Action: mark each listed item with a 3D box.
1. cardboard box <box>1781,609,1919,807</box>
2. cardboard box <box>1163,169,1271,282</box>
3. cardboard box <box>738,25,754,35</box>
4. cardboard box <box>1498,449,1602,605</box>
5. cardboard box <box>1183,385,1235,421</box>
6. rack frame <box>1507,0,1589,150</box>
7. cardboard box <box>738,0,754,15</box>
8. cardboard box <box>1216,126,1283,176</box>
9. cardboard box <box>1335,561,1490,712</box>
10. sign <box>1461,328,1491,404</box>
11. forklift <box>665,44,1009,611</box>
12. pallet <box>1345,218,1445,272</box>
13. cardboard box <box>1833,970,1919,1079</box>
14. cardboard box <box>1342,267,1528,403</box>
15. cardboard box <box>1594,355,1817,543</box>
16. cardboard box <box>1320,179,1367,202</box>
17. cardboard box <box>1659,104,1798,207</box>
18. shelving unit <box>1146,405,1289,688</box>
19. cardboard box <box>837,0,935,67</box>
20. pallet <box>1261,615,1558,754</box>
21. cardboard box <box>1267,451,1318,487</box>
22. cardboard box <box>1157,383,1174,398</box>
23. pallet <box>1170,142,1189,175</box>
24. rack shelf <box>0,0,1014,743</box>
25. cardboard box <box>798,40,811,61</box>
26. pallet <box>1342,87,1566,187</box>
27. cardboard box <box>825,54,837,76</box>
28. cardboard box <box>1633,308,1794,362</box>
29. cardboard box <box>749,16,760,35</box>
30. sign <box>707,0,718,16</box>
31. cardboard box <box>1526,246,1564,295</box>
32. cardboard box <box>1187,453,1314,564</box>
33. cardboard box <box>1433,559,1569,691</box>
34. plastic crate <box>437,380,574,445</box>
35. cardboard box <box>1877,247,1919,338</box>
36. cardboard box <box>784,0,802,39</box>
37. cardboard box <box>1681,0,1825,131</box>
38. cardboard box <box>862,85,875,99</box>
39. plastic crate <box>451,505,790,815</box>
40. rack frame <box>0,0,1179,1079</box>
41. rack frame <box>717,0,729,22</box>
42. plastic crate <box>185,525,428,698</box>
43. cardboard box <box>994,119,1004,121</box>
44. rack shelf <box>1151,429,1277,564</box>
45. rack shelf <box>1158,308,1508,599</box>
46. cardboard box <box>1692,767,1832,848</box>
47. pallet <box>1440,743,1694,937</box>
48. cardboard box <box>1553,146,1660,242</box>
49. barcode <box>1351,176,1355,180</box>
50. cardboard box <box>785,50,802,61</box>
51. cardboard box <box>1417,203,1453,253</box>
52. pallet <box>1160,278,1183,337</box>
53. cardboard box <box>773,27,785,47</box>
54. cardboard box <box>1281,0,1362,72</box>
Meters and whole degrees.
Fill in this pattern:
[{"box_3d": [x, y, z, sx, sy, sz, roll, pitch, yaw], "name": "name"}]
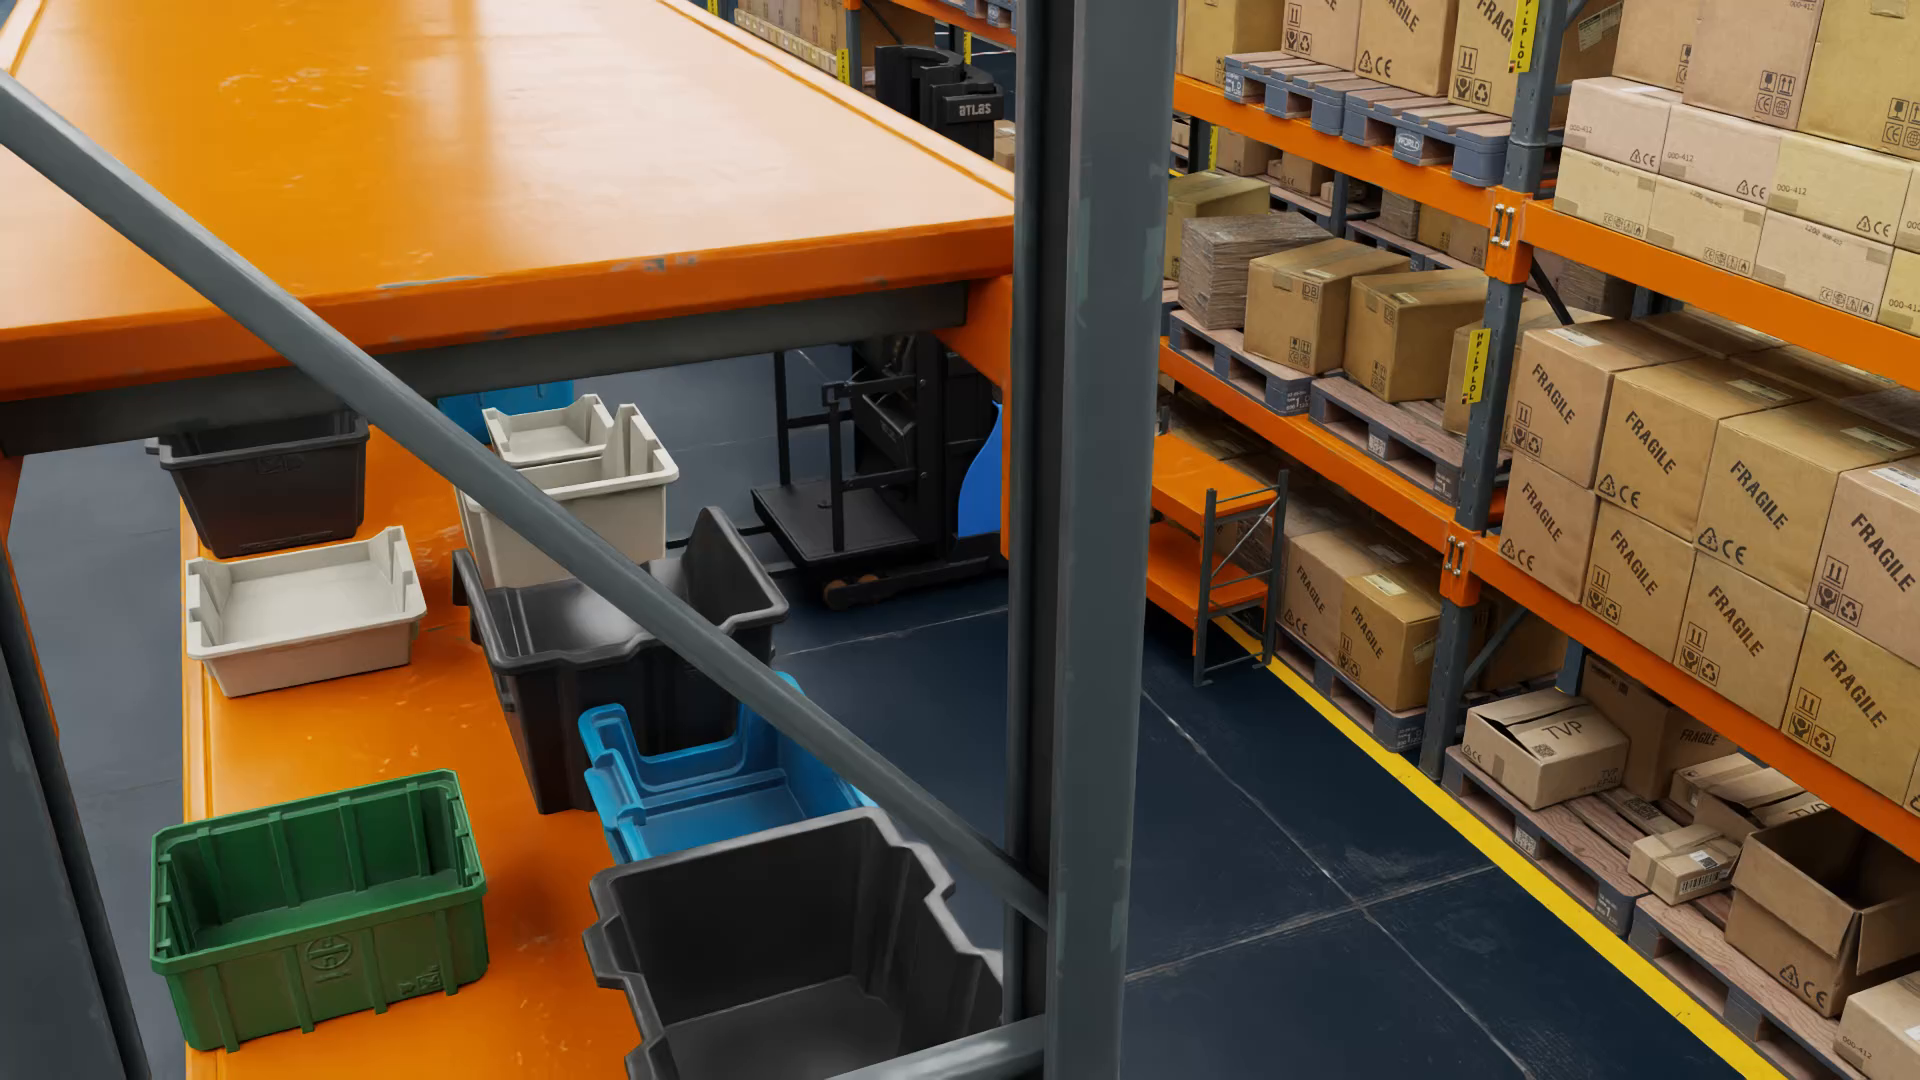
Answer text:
[{"box_3d": [3.230, 0.514, 5.663, 0.500, 0.500, 0.500, -11, 28, -21], "name": "cardboard box"}, {"box_3d": [1.467, -1.920, 10.172, 0.700, 0.500, 0.500, -22, 34, -37], "name": "cardboard box"}, {"box_3d": [-1.845, -5.005, 16.969, 0.700, 0.500, 0.500, -11, 28, -21], "name": "cardboard box"}, {"box_3d": [2.632, -0.099, 6.920, 0.500, 0.500, 0.500, -10, 28, -19], "name": "cardboard box"}, {"box_3d": [1.725, -0.974, 10.318, 0.500, 0.250, 0.500, -9, 28, -19], "name": "cardboard box"}, {"box_3d": [2.683, -3.003, 6.143, 1.000, 3.000, 0.127, -11, 28, -21], "name": "rack frame"}, {"box_3d": [-1.825, -5.567, 16.641, 0.700, 0.500, 0.500, -10, 28, -20], "name": "cardboard box"}, {"box_3d": [3.193, -4.249, 17.880, 0.700, 0.500, 0.500, -12, 29, -24], "name": "cardboard box"}, {"box_3d": [2.226, 0.469, 8.218, 0.500, 0.500, 0.500, -11, 28, -21], "name": "cardboard box"}, {"box_3d": [2.174, -0.730, 7.007, 0.100, 0.325, 0.005, -11, 28, -21], "name": "sign"}, {"box_3d": [-0.627, -1.179, 9.324, 3.031, 2.935, 1.130, -11, 28, -21], "name": "forklift"}, {"box_3d": [4.413, -2.822, 15.789, 1.003, 0.211, 1.213, -11, 28, -21], "name": "pallet"}, {"box_3d": [3.465, 1.780, 5.818, 0.500, 0.250, 0.500, -11, 28, -21], "name": "cardboard box"}, {"box_3d": [2.376, -1.037, 8.362, 0.700, 0.500, 0.500, -6, 27, -12], "name": "cardboard box"}, {"box_3d": [2.811, -0.354, 6.303, 0.500, 0.500, 0.500, -11, 28, -22], "name": "cardboard box"}, {"box_3d": [3.869, -3.524, 16.777, 0.380, 0.166, 0.250, -15, 30, -27], "name": "cardboard box"}, {"box_3d": [2.842, -1.371, 5.822, 0.500, 0.250, 0.500, -11, 28, -21], "name": "cardboard box"}, {"box_3d": [1.187, 0.013, 8.941, 0.538, 1.125, 1.048, -14, 29, -26], "name": "shelving unit"}, {"box_3d": [-0.630, -4.342, 14.132, 0.700, 0.500, 0.500, -10, 28, -20], "name": "cardboard box"}, {"box_3d": [2.330, 0.625, 8.730, 1.003, 0.211, 1.213, -11, 28, -21], "name": "pallet"}, {"box_3d": [2.112, -0.239, 9.668, 0.500, 0.500, 0.500, -12, 28, -23], "name": "cardboard box"}, {"box_3d": [1.032, -0.763, 10.742, 0.500, 0.500, 0.500, -9, 28, -18], "name": "cardboard box"}, {"box_3d": [2.855, -4.386, 18.993, 1.003, 0.211, 1.213, -11, 28, -21], "name": "pallet"}, {"box_3d": [-1.093, -0.843, 2.995, 1.077, 0.370, 4.000, -11, 28, -21], "name": "rack shelf"}, {"box_3d": [-1.250, -4.459, 15.110, 0.380, 0.149, 0.250, -10, 28, -19], "name": "cardboard box"}, {"box_3d": [2.492, -1.845, 7.406, 1.213, 0.211, 1.003, -11, 28, -21], "name": "pallet"}, {"box_3d": [-0.954, -4.151, 14.480, 0.380, 0.149, 0.250, -11, 28, -22], "name": "cardboard box"}, {"box_3d": [3.119, -0.641, 6.891, 0.500, 0.500, 0.500, -10, 28, -20], "name": "cardboard box"}, {"box_3d": [-1.859, -5.085, 16.393, 0.380, 0.149, 0.250, -10, 28, -20], "name": "cardboard box"}, {"box_3d": [-2.530, -5.483, 16.984, 0.100, 0.325, 0.005, -11, 28, -21], "name": "sign"}, {"box_3d": [5.248, -2.358, 14.009, 0.700, 0.500, 0.500, -11, 28, -21], "name": "cardboard box"}, {"box_3d": [1.643, -0.140, 9.465, 0.500, 0.500, 0.500, -12, 28, -22], "name": "cardboard box"}, {"box_3d": [2.718, 0.382, 8.397, 0.500, 0.500, 0.500, -12, 28, -23], "name": "cardboard box"}, {"box_3d": [-1.226, -0.417, 4.457, 0.416, 0.233, 0.300, -11, 28, -21], "name": "plastic crate"}, {"box_3d": [3.231, -0.742, 5.104, 0.500, 0.250, 0.500, -11, 28, -21], "name": "cardboard box"}, {"box_3d": [-1.219, -4.950, 15.377, 0.700, 0.500, 0.500, -11, 28, -21], "name": "cardboard box"}, {"box_3d": [2.974, -1.733, 5.708, 0.700, 0.500, 0.500, -11, 28, -21], "name": "cardboard box"}, {"box_3d": [-0.630, -3.759, 14.417, 0.700, 0.500, 0.500, -11, 28, -22], "name": "cardboard box"}, {"box_3d": [-0.655, 0.174, 3.127, 0.504, 0.338, 0.767, -11, 28, -21], "name": "plastic crate"}, {"box_3d": [-0.313, -0.538, 1.095, 0.949, 2.616, 0.053, -11, 28, -21], "name": "rack frame"}, {"box_3d": [-2.017, -5.151, 17.381, 1.000, 3.000, 0.127, -11, 28, -21], "name": "rack frame"}, {"box_3d": [-1.347, 0.137, 3.433, 0.437, 0.136, 0.530, -11, 28, -21], "name": "plastic crate"}, {"box_3d": [0.042, -3.056, 12.976, 0.500, 0.500, 0.500, -9, 27, -17], "name": "cardboard box"}, {"box_3d": [1.187, -0.250, 8.812, 0.538, 0.278, 1.000, -14, 29, -26], "name": "rack shelf"}, {"box_3d": [1.900, -0.791, 9.271, 1.077, 0.370, 4.000, -11, 28, -21], "name": "rack shelf"}, {"box_3d": [3.461, 1.188, 6.961, 0.500, 0.311, 0.500, -11, 28, -21], "name": "cardboard box"}, {"box_3d": [2.951, 1.224, 7.503, 1.003, 0.211, 1.213, -11, 28, -21], "name": "pallet"}, {"box_3d": [2.646, -1.348, 6.345, 0.500, 0.250, 0.500, -11, 28, -21], "name": "cardboard box"}, {"box_3d": [4.050, -3.732, 17.142, 0.001, 0.075, 0.075, -11, 28, -21], "name": "barcode"}, {"box_3d": [-1.237, -4.381, 15.690, 0.700, 0.500, 0.500, -10, 28, -19], "name": "cardboard box"}, {"box_3d": [4.659, -2.969, 15.260, 0.700, 0.500, 0.500, -11, 28, -22], "name": "cardboard box"}, {"box_3d": [1.446, -1.574, 10.273, 1.213, 0.211, 1.003, -11, 28, -21], "name": "pallet"}, {"box_3d": [-1.555, -4.773, 15.753, 0.380, 0.149, 0.250, -11, 28, -21], "name": "cardboard box"}, {"box_3d": [2.029, -2.687, 8.210, 0.600, 0.600, 0.600, -12, 28, -23], "name": "cardboard box"}]
